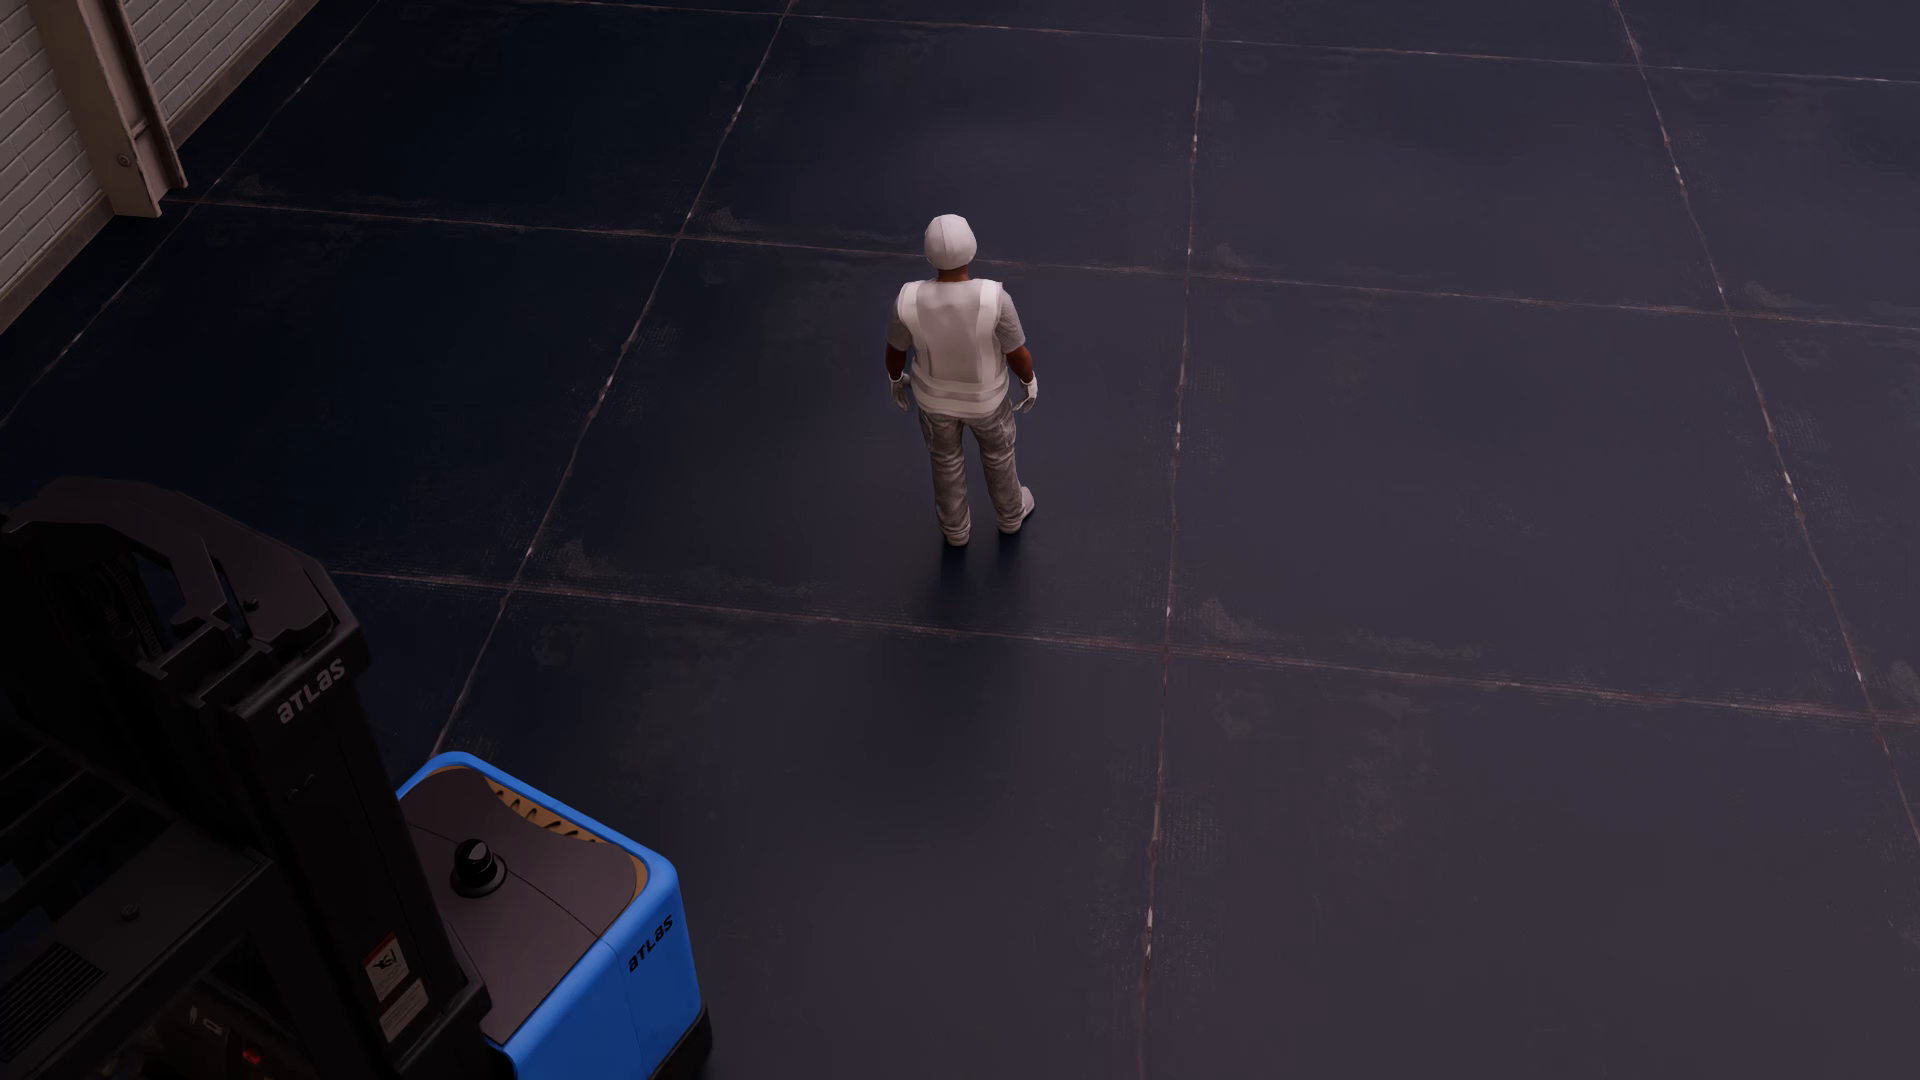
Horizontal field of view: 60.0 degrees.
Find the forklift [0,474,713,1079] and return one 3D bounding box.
[{"bbox_3d":[-2.059,1.417,4.182,1.130,2.935,3.031,22,47,22],"label":"forklift"}]

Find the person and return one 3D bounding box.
[{"bbox_3d":[0.019,-0.709,7.334,0.656,1.782,0.577,5,43,6],"label":"person"}]
